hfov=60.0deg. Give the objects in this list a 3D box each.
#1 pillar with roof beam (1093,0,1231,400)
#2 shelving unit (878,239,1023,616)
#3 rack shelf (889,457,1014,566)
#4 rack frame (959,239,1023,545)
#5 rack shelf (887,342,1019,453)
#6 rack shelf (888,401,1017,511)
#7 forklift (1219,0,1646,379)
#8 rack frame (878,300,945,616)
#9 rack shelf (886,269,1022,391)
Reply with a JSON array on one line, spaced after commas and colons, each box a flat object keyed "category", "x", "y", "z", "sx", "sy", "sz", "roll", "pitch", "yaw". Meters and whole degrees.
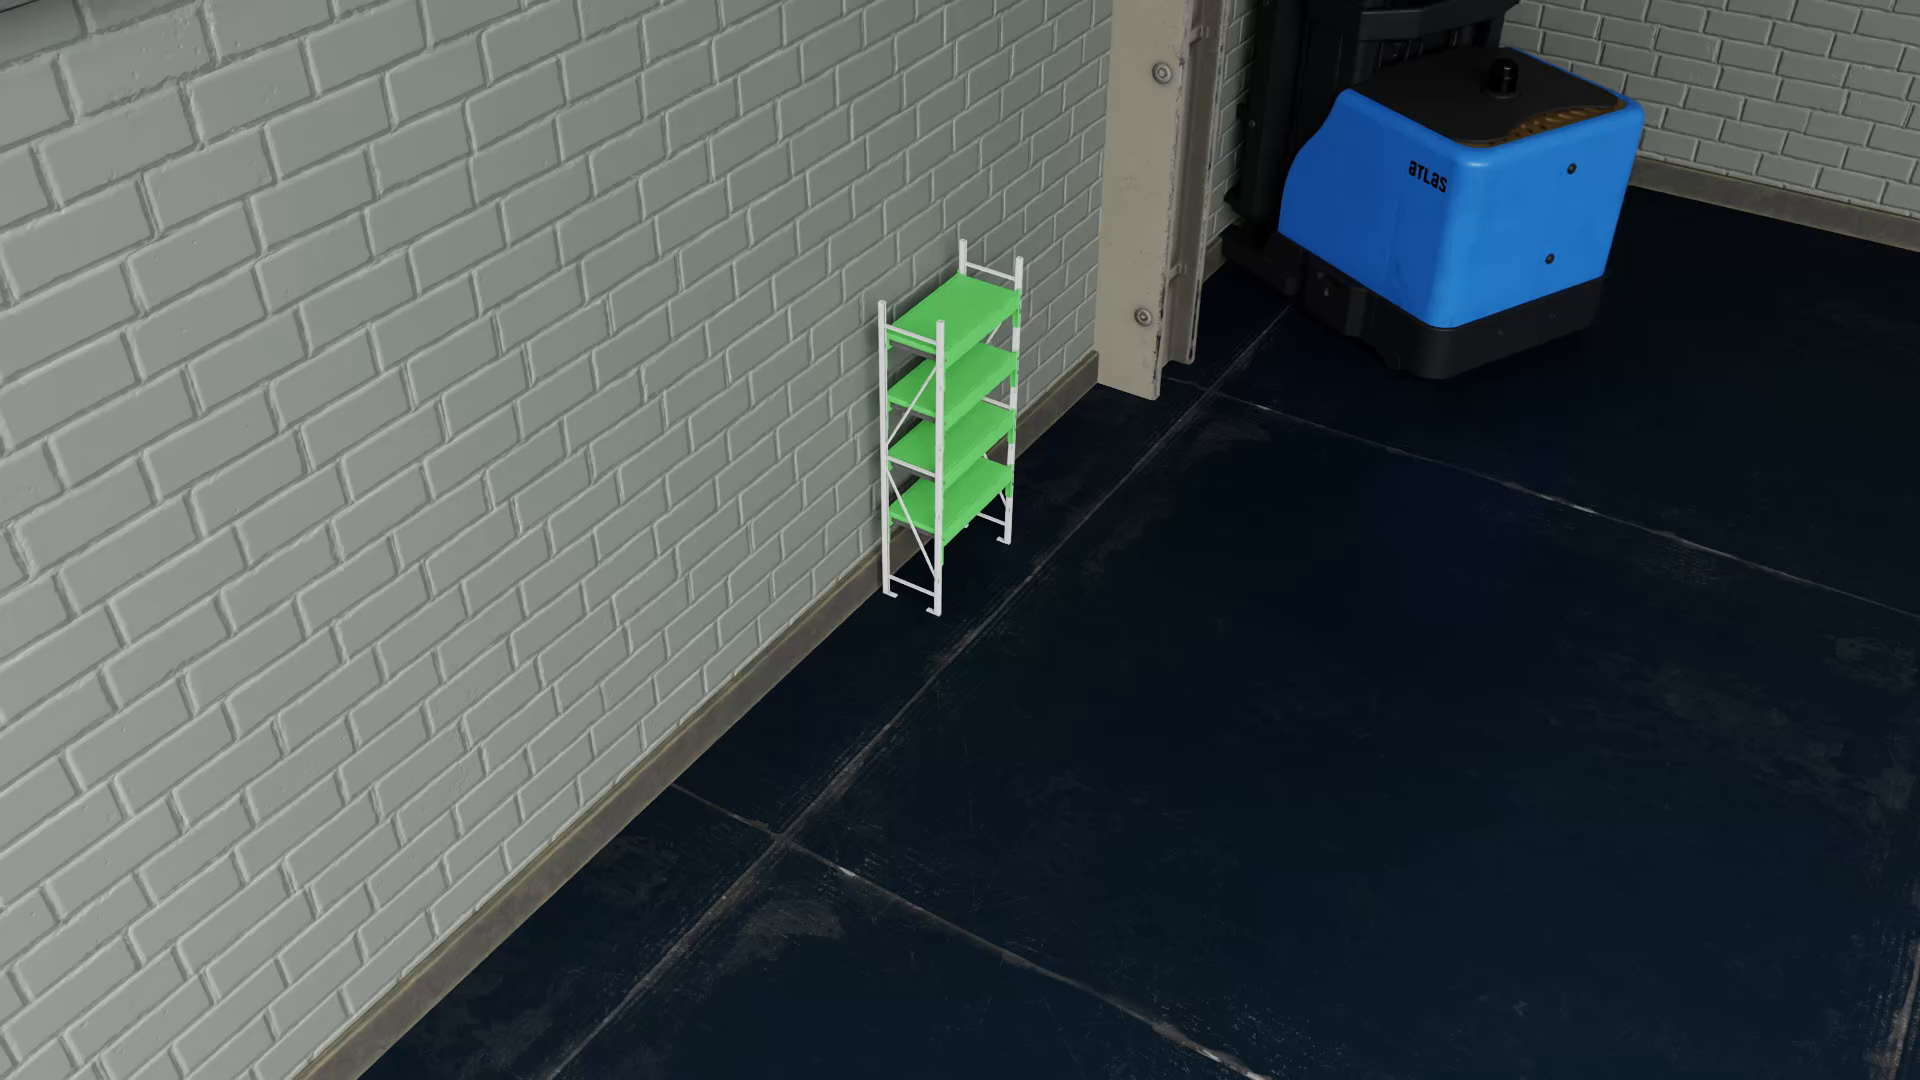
[{"category": "pillar with roof beam", "x": 4.428, "y": -2.895, "z": 2.635, "sx": 9.100, "sy": 9.000, "sz": 0.400, "roll": 21, "pitch": 42, "yaw": 25}, {"category": "shelving unit", "x": -0.034, "y": -0.371, "z": 5.745, "sx": 0.258, "sy": 1.200, "sz": 0.503, "roll": 22, "pitch": 43, "yaw": 24}, {"category": "rack shelf", "x": -0.039, "y": -0.133, "z": 5.933, "sx": 0.258, "sy": 0.148, "sz": 0.480, "roll": 22, "pitch": 43, "yaw": 24}, {"category": "rack frame", "x": 0.094, "y": -0.498, "z": 5.909, "sx": 0.240, "sy": 1.200, "sz": 0.015, "roll": 22, "pitch": 43, "yaw": 24}, {"category": "rack shelf", "x": -0.032, "y": -0.510, "z": 5.636, "sx": 0.258, "sy": 0.148, "sz": 0.480, "roll": 22, "pitch": 43, "yaw": 24}, {"category": "rack shelf", "x": -0.035, "y": -0.321, "z": 5.784, "sx": 0.258, "sy": 0.148, "sz": 0.480, "roll": 22, "pitch": 43, "yaw": 24}, {"category": "forklift", "x": 1.654, "y": -2.715, "z": 7.371, "sx": 1.130, "sy": 2.935, "sz": 3.031, "roll": -20, "pitch": 42, "yaw": -24}, {"category": "rack frame", "x": -0.163, "y": -0.245, "z": 5.581, "sx": 0.240, "sy": 1.200, "sz": 0.015, "roll": 22, "pitch": 43, "yaw": 24}, {"category": "rack shelf", "x": -0.028, "y": -0.698, "z": 5.488, "sx": 0.258, "sy": 0.148, "sz": 0.480, "roll": 22, "pitch": 43, "yaw": 24}]
